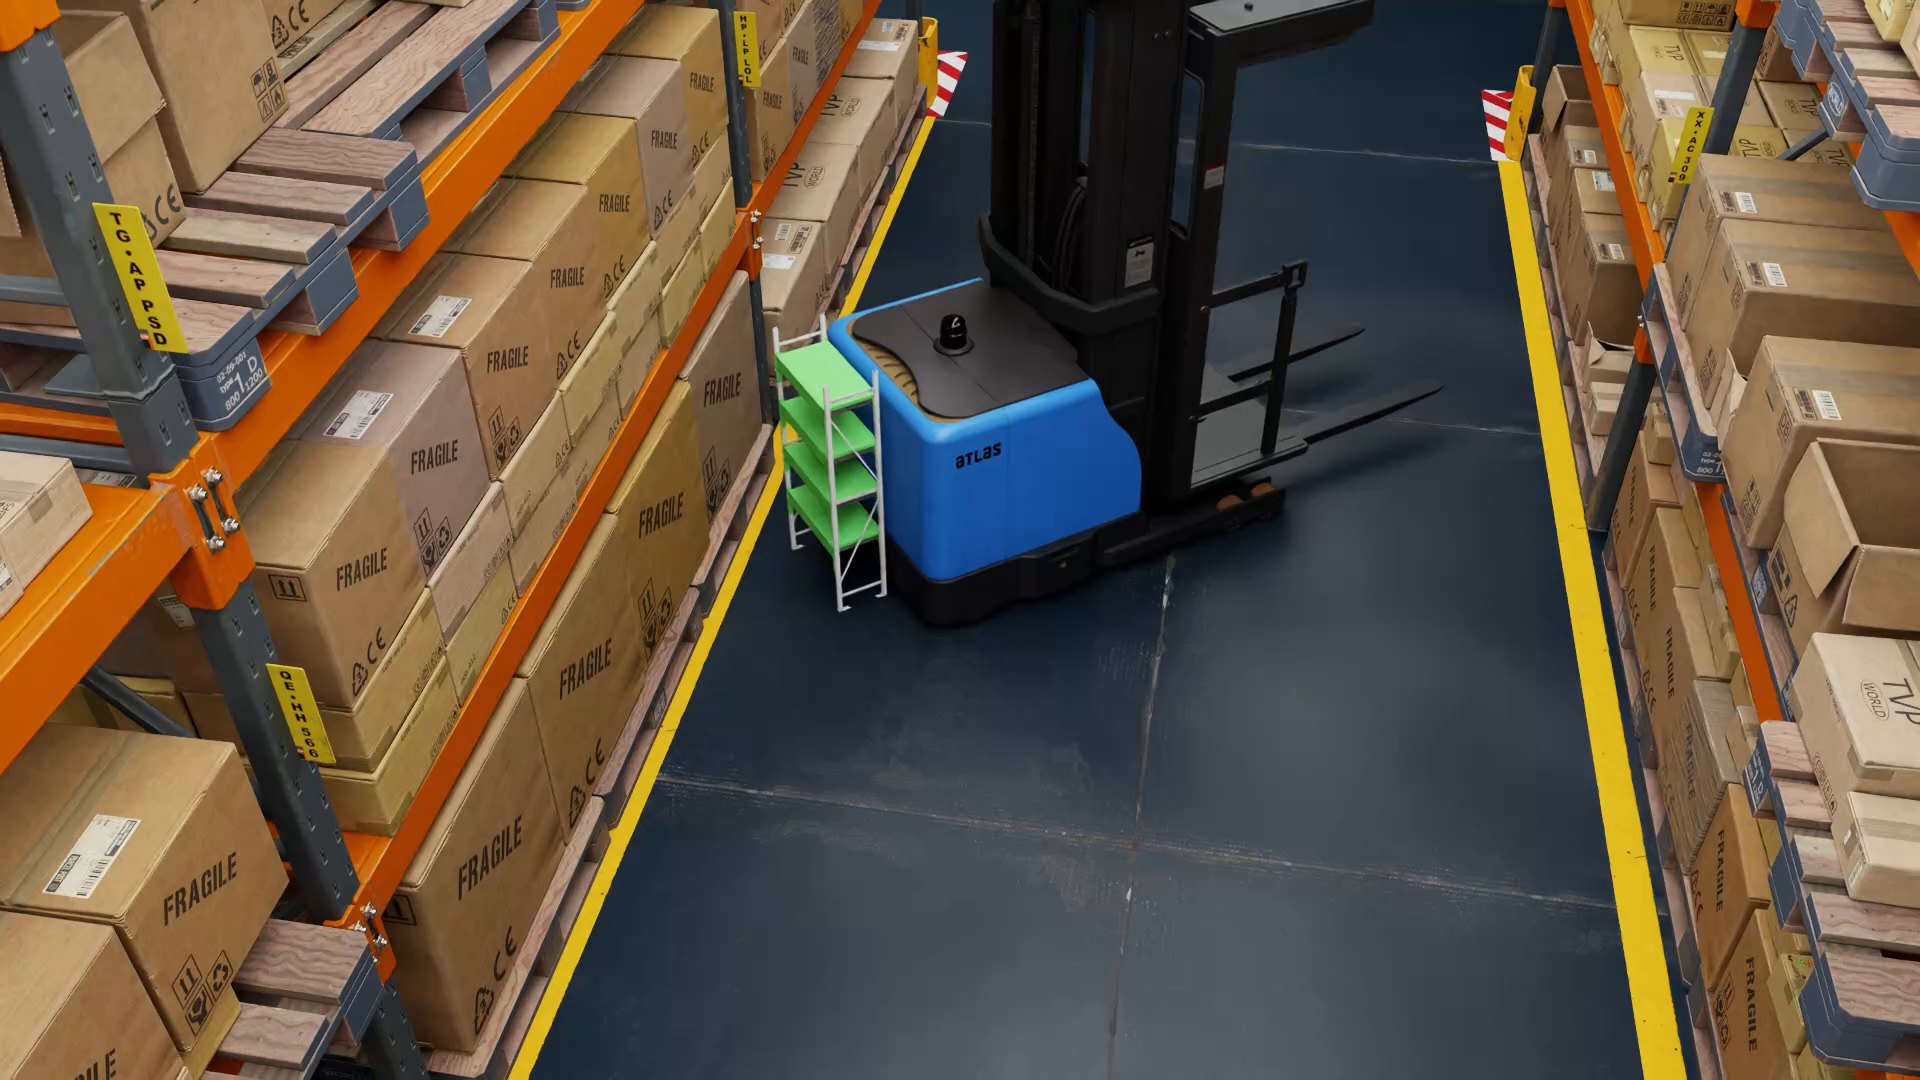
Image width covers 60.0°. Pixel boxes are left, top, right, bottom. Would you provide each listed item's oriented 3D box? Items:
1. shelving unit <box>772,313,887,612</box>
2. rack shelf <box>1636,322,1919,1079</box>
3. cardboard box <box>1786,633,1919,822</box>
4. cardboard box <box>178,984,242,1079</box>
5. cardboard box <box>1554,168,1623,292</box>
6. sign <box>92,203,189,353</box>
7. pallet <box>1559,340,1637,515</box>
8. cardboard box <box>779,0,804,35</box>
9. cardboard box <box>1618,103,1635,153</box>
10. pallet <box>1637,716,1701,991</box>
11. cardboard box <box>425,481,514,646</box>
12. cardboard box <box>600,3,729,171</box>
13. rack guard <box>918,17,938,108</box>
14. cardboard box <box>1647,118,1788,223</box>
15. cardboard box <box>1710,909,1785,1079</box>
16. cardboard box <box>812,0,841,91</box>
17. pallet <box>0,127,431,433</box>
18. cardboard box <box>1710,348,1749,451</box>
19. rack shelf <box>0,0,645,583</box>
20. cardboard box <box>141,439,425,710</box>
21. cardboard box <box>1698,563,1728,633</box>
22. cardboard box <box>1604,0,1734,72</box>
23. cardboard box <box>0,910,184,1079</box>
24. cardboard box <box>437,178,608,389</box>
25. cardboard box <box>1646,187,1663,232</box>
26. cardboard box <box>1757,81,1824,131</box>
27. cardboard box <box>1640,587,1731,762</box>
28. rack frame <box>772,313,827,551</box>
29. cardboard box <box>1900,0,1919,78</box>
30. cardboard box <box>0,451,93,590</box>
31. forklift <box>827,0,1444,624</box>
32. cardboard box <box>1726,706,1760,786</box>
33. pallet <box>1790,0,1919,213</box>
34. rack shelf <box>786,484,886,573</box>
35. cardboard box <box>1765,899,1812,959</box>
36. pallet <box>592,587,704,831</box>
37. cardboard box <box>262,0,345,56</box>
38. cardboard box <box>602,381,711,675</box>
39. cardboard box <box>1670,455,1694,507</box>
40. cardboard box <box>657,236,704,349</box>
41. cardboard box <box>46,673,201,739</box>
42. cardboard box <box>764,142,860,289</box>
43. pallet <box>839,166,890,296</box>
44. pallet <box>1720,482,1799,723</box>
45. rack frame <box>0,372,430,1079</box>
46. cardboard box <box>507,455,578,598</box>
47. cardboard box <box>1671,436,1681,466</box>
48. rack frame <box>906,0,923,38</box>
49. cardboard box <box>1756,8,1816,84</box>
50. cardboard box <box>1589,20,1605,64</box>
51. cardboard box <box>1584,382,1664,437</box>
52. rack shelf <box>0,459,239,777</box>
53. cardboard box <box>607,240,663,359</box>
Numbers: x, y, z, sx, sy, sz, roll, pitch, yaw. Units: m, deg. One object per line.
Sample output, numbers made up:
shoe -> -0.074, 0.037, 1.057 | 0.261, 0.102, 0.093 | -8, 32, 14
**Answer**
shelving unit -> -0.555, -0.318, 7.193 | 0.258, 1.200, 0.503 | -20, 44, -22
rack shelf -> 3.099, 0.353, 5.533 | 1.077, 0.370, 4.000 | 6, 40, 8
cardboard box -> 2.617, 0.529, 4.544 | 0.500, 0.250, 0.500 | 5, 40, 6
cardboard box -> -1.937, 1.129, 3.898 | 0.380, 0.149, 0.250 | 7, 40, 8
cardboard box -> 3.562, -1.662, 9.038 | 0.500, 0.500, 0.500 | 7, 40, 8
sign -> -1.602, -0.508, 3.250 | 0.100, 0.325, 0.005 | 6, 40, 8
pallet -> 3.565, -0.535, 8.232 | 1.003, 0.211, 1.213 | 6, 40, 8
cardboard box -> -1.030, -2.736, 7.842 | 0.500, 0.500, 0.500 | 6, 40, 7
cardboard box -> 3.385, -1.967, 7.972 | 0.380, 0.149, 0.250 | 6, 40, 7
pallet -> 3.133, 1.178, 6.159 | 1.003, 0.211, 1.213 | 6, 40, 8
cardboard box -> -1.715, 0.036, 5.077 | 0.500, 0.250, 0.500 | 7, 40, 9
cardboard box -> -1.274, -1.840, 6.758 | 0.500, 0.500, 0.500 | 8, 40, 9
rack guard -> -0.748, -3.286, 11.332 | 1.175, 0.500, 0.348 | 6, 40, 8
cardboard box -> 3.293, -1.582, 7.194 | 0.500, 0.250, 0.500 | 7, 40, 9
cardboard box -> 2.711, 1.531, 5.177 | 0.500, 0.500, 0.500 | 6, 40, 7
cardboard box -> -0.922, -2.655, 8.529 | 0.500, 0.500, 0.500 | 7, 40, 8
pallet -> -2.077, -0.707, 4.045 | 1.213, 0.211, 1.003 | 8, 40, 10
cardboard box -> 2.827, -0.460, 5.728 | 0.396, 0.266, 0.258 | 8, 40, 10
rack shelf -> -1.790, -1.348, 5.236 | 1.077, 0.370, 4.000 | 6, 40, 8
cardboard box -> -1.810, 0.080, 4.436 | 0.500, 0.500, 0.500 | 5, 40, 6
cardboard box -> 3.002, 0.239, 6.230 | 0.380, 0.149, 0.250 | 6, 40, 8
cardboard box -> 3.554, -2.533, 8.344 | 0.500, 0.250, 0.500 | 5, 40, 7
cardboard box -> -2.020, 1.113, 3.408 | 0.500, 0.500, 0.500 | 6, 40, 7
cardboard box -> -1.539, -0.872, 5.587 | 0.500, 0.500, 0.500 | 7, 40, 8
cardboard box -> 3.275, -1.476, 7.378 | 0.380, 0.149, 0.250 | 7, 40, 9
cardboard box -> 3.877, -1.832, 7.497 | 0.500, 0.250, 0.500 | 6, 40, 7
cardboard box -> 2.967, 0.549, 6.364 | 0.500, 0.500, 0.500 | 5, 40, 6
rack frame -> -0.675, -0.454, 7.357 | 0.240, 1.200, 0.015 | -20, 44, -22
cardboard box -> 2.761, -1.328, 4.437 | 0.380, 0.149, 0.250 | 7, 40, 9
cardboard box -> -1.984, -0.052, 3.302 | 0.380, 0.149, 0.250 | 6, 40, 8
forklift -> 0.946, -1.447, 7.200 | 3.031, 2.935, 1.130 | -20, 43, -22
cardboard box -> 2.846, 0.716, 5.653 | 0.380, 0.149, 0.250 | 5, 40, 6
pallet -> 3.087, -1.210, 4.653 | 1.213, 0.211, 1.003 | 6, 40, 8
rack shelf -> -0.554, -0.084, 7.387 | 0.258, 0.148, 0.480 | -20, 44, -22
cardboard box -> 2.695, 1.210, 5.056 | 0.380, 0.149, 0.250 | 5, 40, 6
pallet -> -1.712, 0.611, 6.845 | 1.003, 0.211, 1.213 | 6, 40, 8
cardboard box -> -2.117, -1.708, 4.700 | 0.500, 0.500, 0.500 | 7, 40, 8
cardboard box -> -1.621, -0.101, 6.856 | 0.875, 0.875, 0.875 | 7, 40, 9
cardboard box -> 3.149, -0.249, 6.821 | 0.380, 0.149, 0.250 | 5, 40, 6
cardboard box -> -1.363, -1.037, 6.768 | 0.500, 0.250, 0.500 | 6, 40, 7
cardboard box -> -2.303, 0.319, 4.735 | 0.500, 0.250, 0.500 | 6, 40, 8
cardboard box -> -1.076, -1.843, 9.306 | 0.875, 0.438, 0.875 | 5, 40, 6
pallet -> -1.027, -1.886, 9.865 | 1.003, 0.211, 1.213 | 6, 40, 8
pallet -> 3.085, 0.184, 5.324 | 1.003, 0.211, 1.213 | 6, 40, 8
rack frame -> -2.137, 0.786, 4.445 | 1.000, 3.000, 0.127 | 6, 40, 8
cardboard box -> -1.636, -0.088, 5.620 | 0.500, 0.250, 0.500 | 8, 40, 9
cardboard box -> 3.123, -0.378, 6.743 | 0.380, 0.149, 0.250 | 5, 40, 6
rack frame -> -0.752, -4.234, 10.517 | 1.000, 3.000, 0.127 | 6, 40, 8
cardboard box -> 3.965, -2.430, 7.631 | 0.500, 0.500, 0.500 | 5, 40, 6
cardboard box -> 3.538, -2.614, 8.754 | 0.380, 0.149, 0.250 | 5, 40, 6
cardboard box -> 3.252, -0.624, 8.059 | 0.380, 0.149, 0.250 | 5, 40, 6
rack shelf -> -2.483, 1.163, 2.200 | 1.077, 0.370, 4.000 | 6, 40, 8
cardboard box -> -1.444, -0.915, 6.228 | 0.500, 0.250, 0.500 | 7, 40, 9
